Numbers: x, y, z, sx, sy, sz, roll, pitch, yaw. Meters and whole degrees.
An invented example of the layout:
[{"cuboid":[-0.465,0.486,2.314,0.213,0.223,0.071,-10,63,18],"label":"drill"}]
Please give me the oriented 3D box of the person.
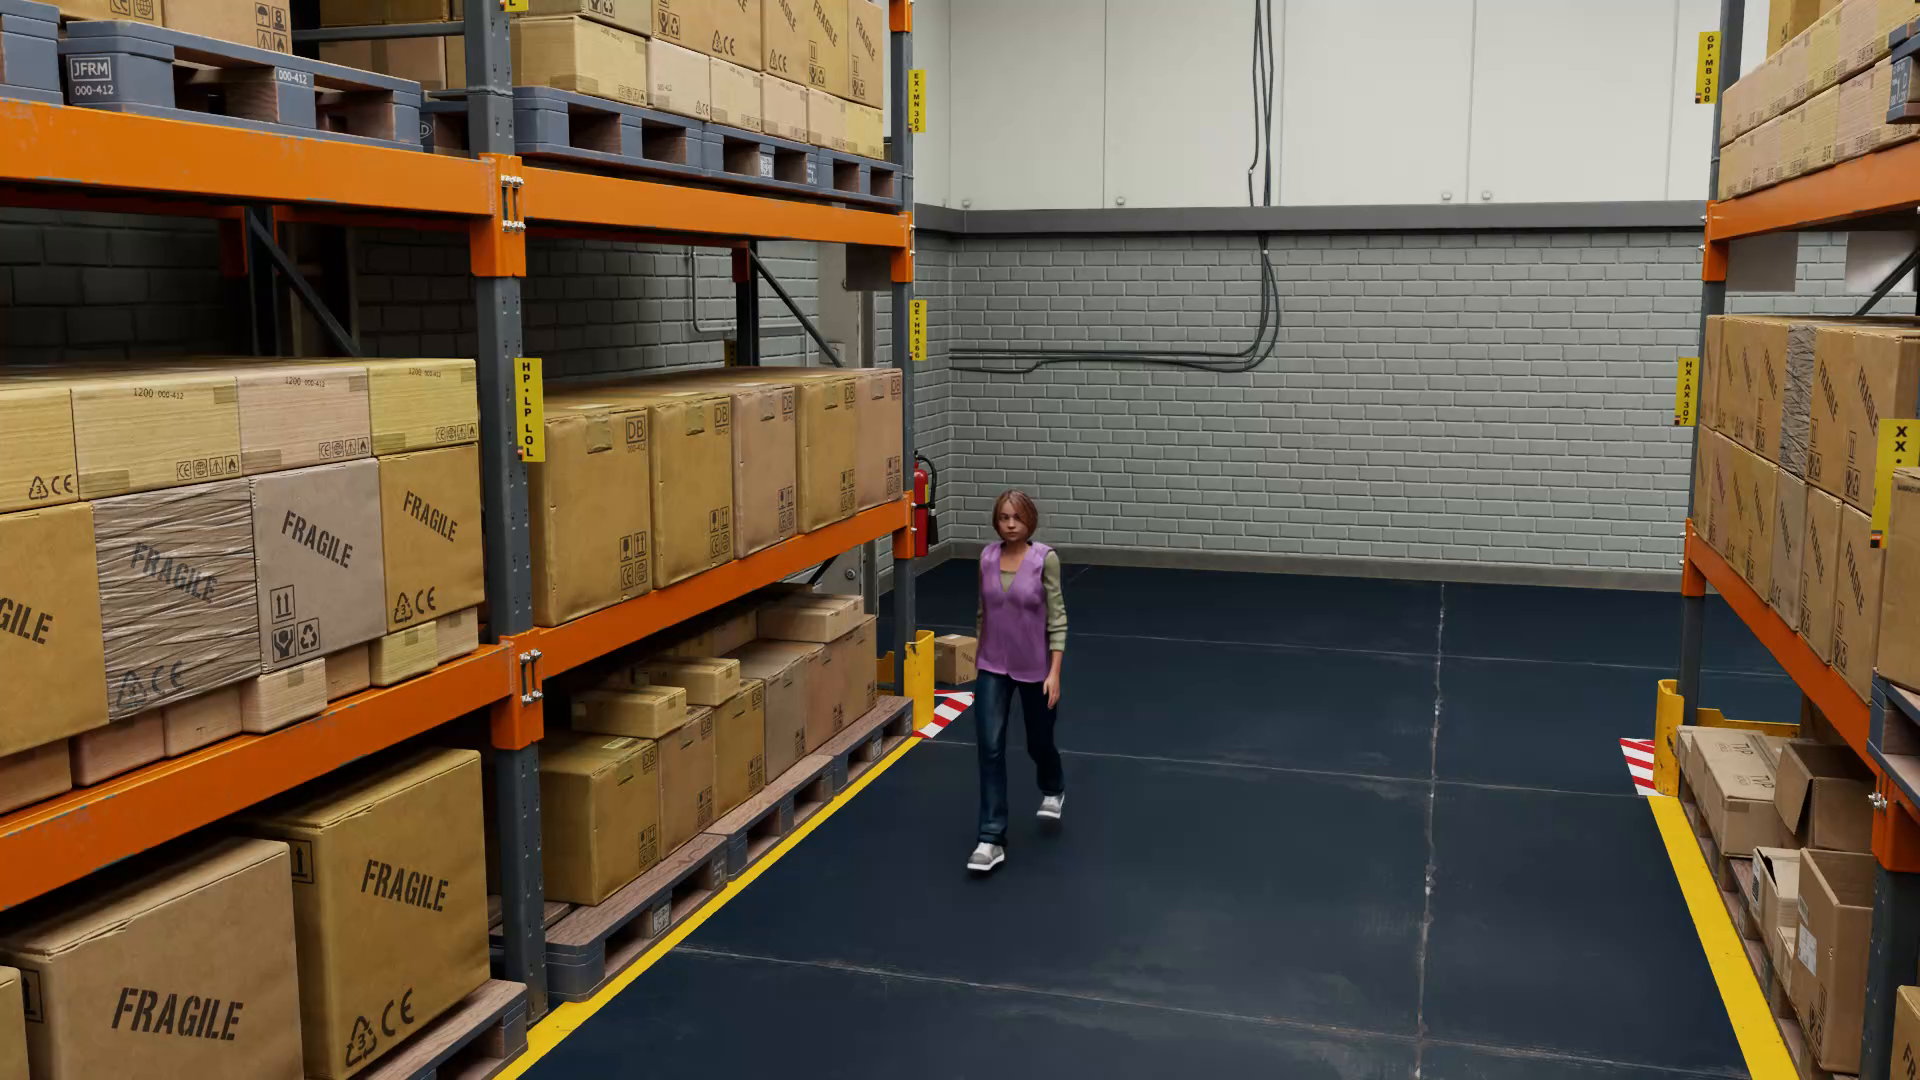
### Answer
[{"cuboid":[0.259,0.556,7.107,0.427,1.559,0.857,2,9,16],"label":"person"}]
